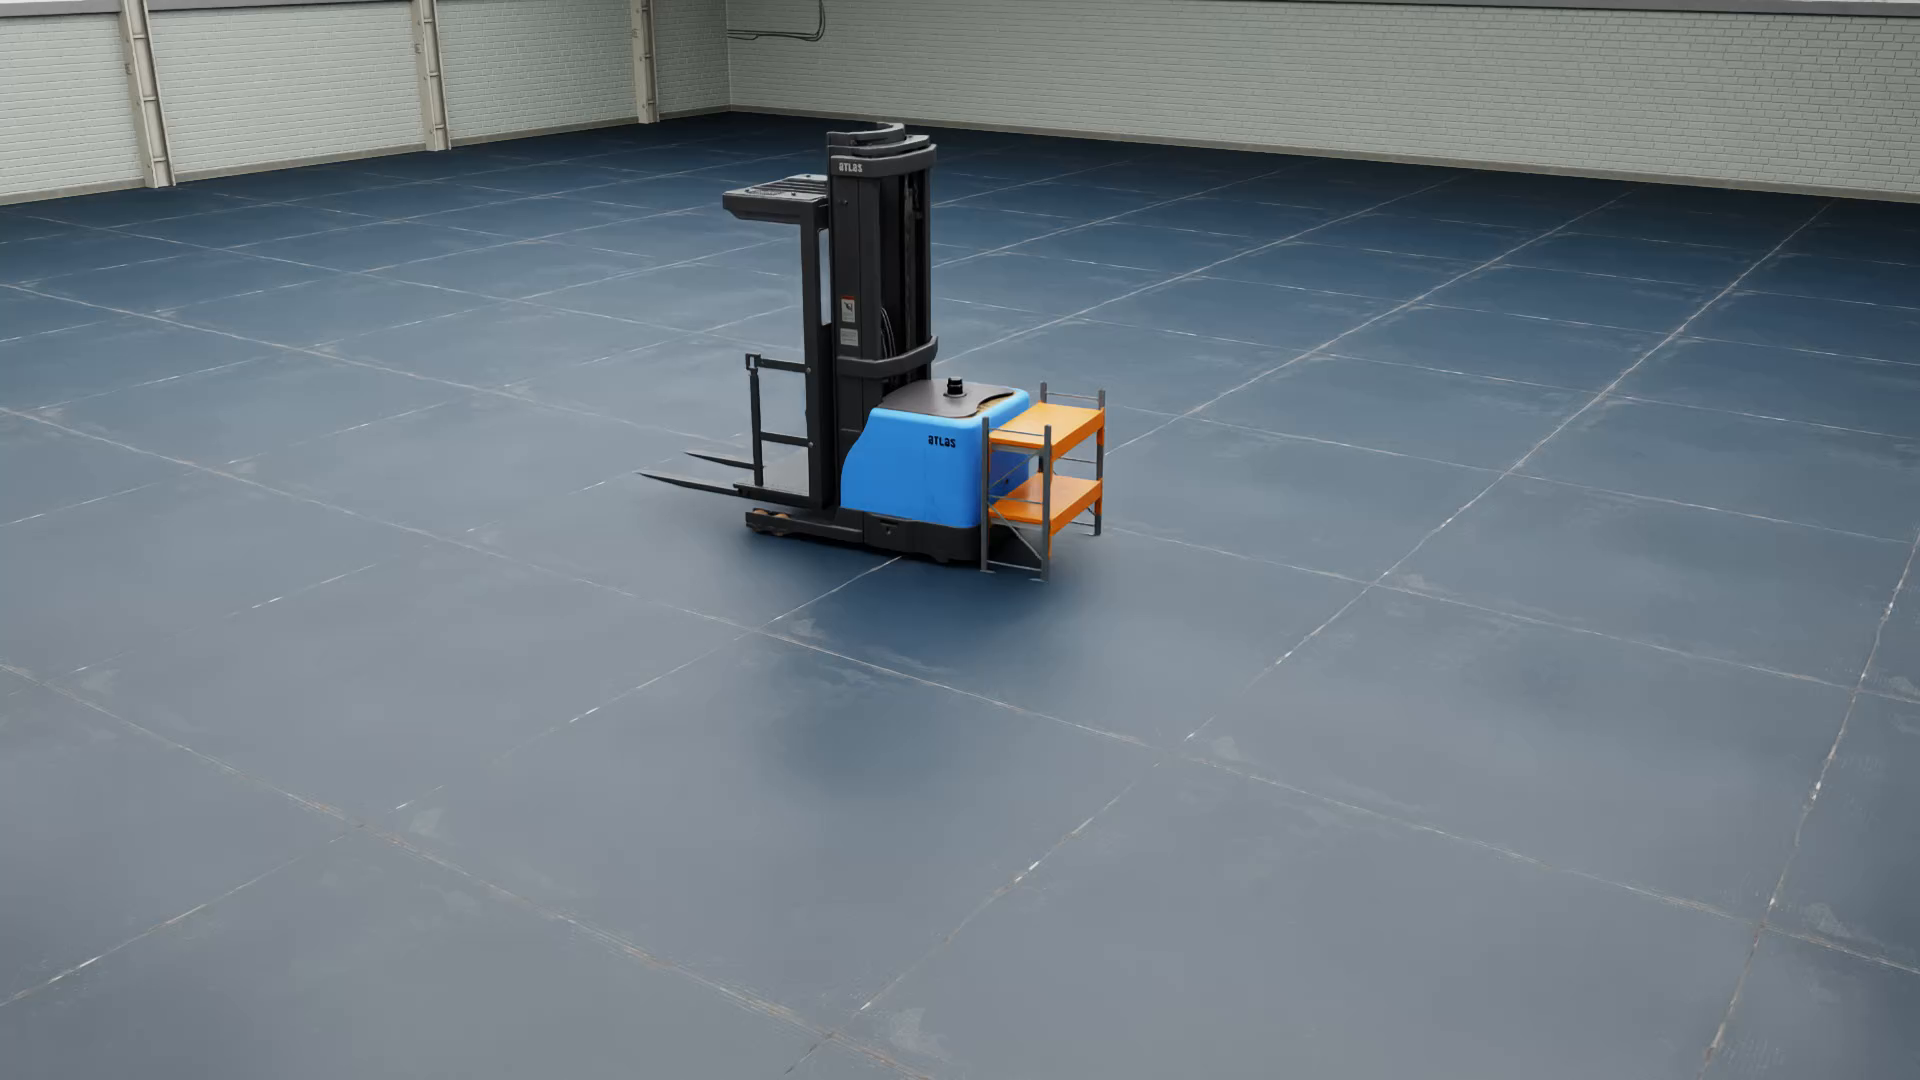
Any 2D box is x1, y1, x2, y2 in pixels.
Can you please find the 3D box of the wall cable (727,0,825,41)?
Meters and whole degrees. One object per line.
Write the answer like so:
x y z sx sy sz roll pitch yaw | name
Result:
-4.404 -12.952 38.786 3.097 2.526 0.112 13 24 32 | wall cable

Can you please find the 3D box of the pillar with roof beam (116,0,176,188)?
-10.339 -9.539 25.081 9.100 9.000 0.400 13 24 32 | pillar with roof beam

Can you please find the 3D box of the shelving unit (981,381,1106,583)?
0.599 -0.432 11.811 0.538 1.125 1.048 9 22 24 | shelving unit

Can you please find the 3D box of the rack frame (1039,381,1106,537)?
0.817 -0.591 12.241 0.500 1.125 0.032 9 22 24 | rack frame

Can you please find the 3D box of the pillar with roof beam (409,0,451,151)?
-6.966 -11.260 29.735 9.100 9.000 0.400 13 24 32 | pillar with roof beam

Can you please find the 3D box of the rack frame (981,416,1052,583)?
0.381 -0.272 11.380 0.500 1.125 0.032 9 22 24 | rack frame

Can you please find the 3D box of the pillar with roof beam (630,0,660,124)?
-3.593 -12.982 34.389 9.100 9.000 0.400 13 24 32 | pillar with roof beam

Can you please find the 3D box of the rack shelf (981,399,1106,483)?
0.599 -0.706 11.709 0.538 0.278 1.000 9 22 24 | rack shelf

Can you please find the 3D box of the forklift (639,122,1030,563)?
-1.027 -1.552 12.237 3.031 2.935 1.130 10 23 26 | forklift

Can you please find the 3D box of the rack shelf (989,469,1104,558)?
0.599 -0.202 11.895 0.538 0.278 1.000 9 22 24 | rack shelf
